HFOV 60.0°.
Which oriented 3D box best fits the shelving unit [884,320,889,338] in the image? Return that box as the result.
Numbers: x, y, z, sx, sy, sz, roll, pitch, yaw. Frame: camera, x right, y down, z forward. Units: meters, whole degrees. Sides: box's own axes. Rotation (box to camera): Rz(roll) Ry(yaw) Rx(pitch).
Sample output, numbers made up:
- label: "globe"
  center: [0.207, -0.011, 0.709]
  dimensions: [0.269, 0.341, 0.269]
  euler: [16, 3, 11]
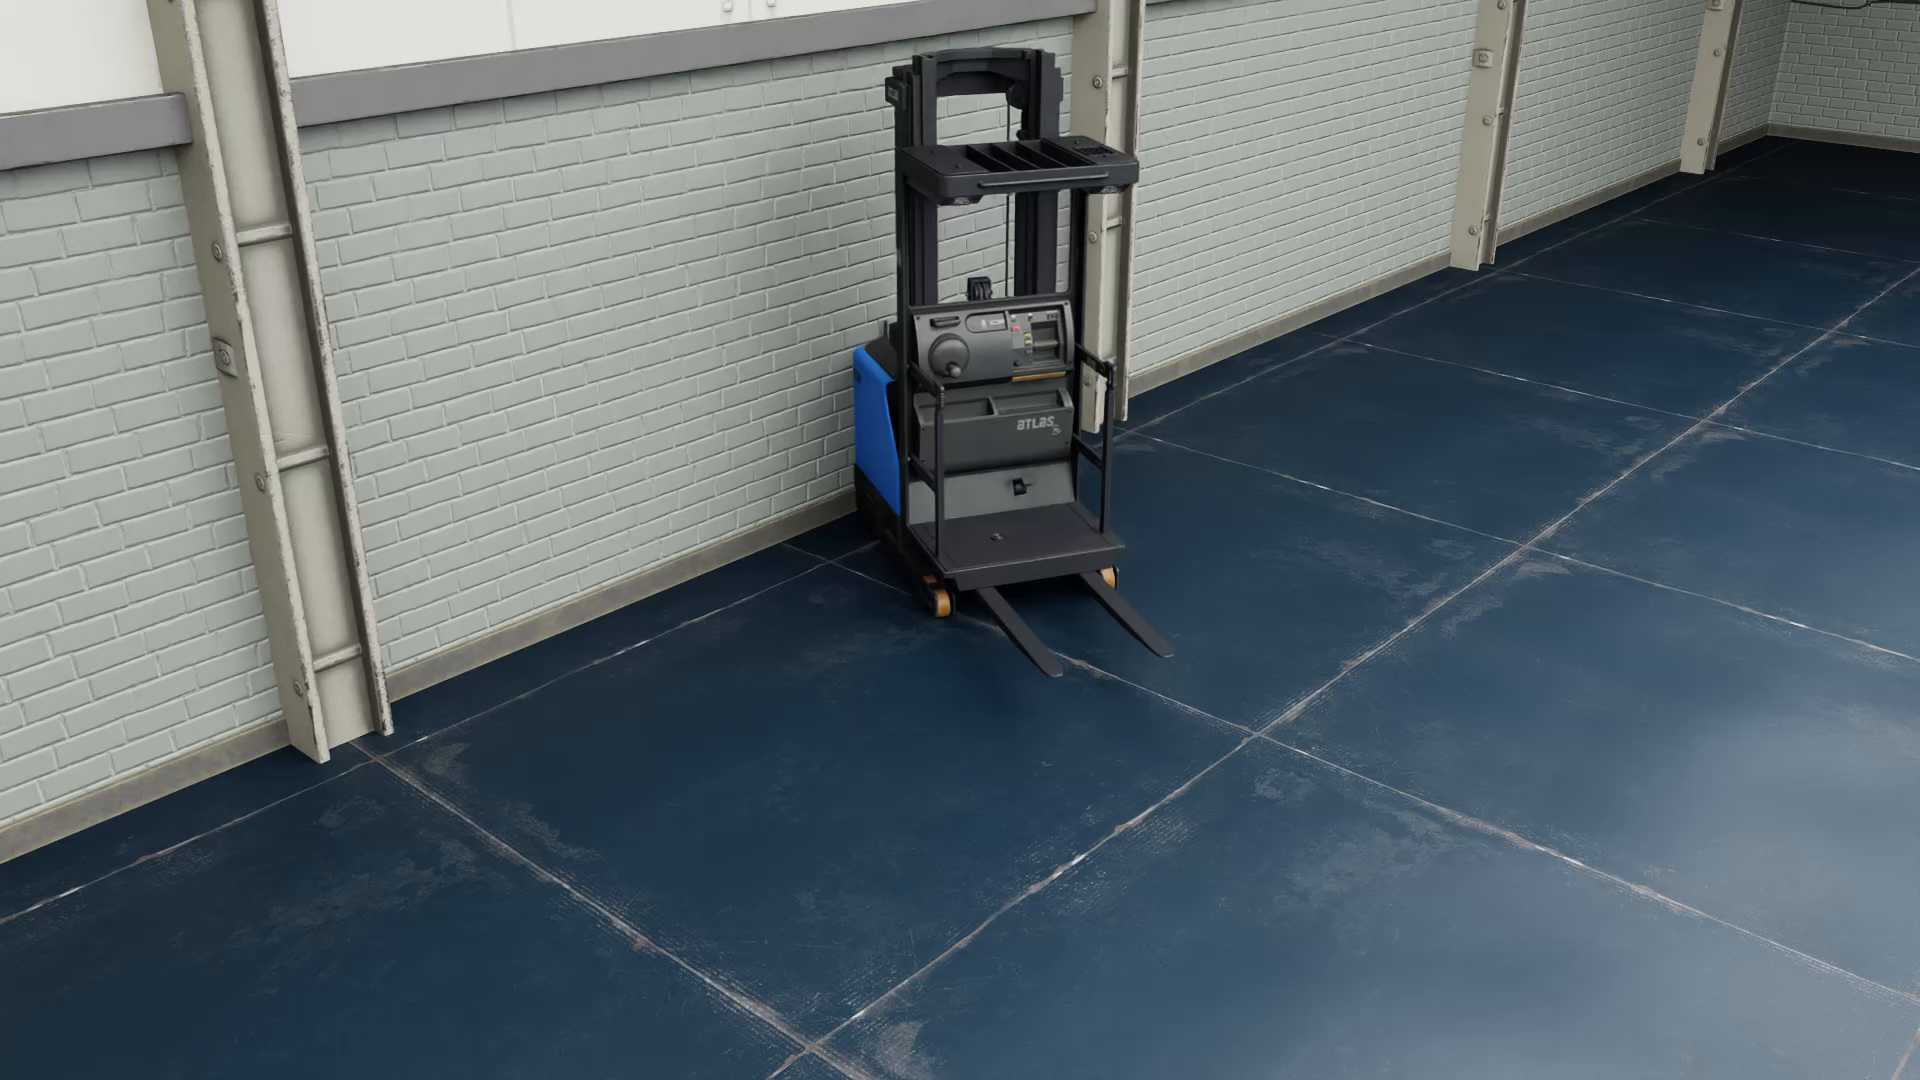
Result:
- label: "shelving unit"
  center: [-0.223, -0.854, 10.718]
  dimensions: [0.258, 1.200, 0.503]
  euler: [21, 30, 40]

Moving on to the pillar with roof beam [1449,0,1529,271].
- label: "pillar with roof beam"
  center: [8.197, -5.628, 11.803]
  dimensions: [9.100, 9.000, 0.400]
  euler: [20, 31, 38]

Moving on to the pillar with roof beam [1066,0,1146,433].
- label: "pillar with roof beam"
  center: [4.193, -3.800, 7.726]
  dimensions: [9.100, 9.000, 0.400]
  euler: [20, 31, 38]

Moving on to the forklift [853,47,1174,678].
- label: "forklift"
  center: [0.266, -1.089, 9.096]
  dimensions: [1.130, 2.935, 3.031]
  euler: [-8, 25, -18]

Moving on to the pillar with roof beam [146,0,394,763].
- label: "pillar with roof beam"
  center: [0.188, -1.972, 3.649]
  dimensions: [9.100, 9.000, 0.400]
  euler: [20, 31, 38]

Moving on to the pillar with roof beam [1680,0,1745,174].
- label: "pillar with roof beam"
  center: [12.202, -7.456, 15.880]
  dimensions: [9.100, 9.000, 0.400]
  euler: [20, 31, 38]

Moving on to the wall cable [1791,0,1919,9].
- label: "wall cable"
  center: [11.947, -7.751, 20.334]
  dimensions: [3.097, 2.526, 0.112]
  euler: [20, 31, 38]

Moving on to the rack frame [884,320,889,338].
- label: "rack frame"
  center: [-0.393, -0.788, 10.556]
  dimensions: [0.240, 1.200, 0.015]
  euler: [21, 30, 40]
